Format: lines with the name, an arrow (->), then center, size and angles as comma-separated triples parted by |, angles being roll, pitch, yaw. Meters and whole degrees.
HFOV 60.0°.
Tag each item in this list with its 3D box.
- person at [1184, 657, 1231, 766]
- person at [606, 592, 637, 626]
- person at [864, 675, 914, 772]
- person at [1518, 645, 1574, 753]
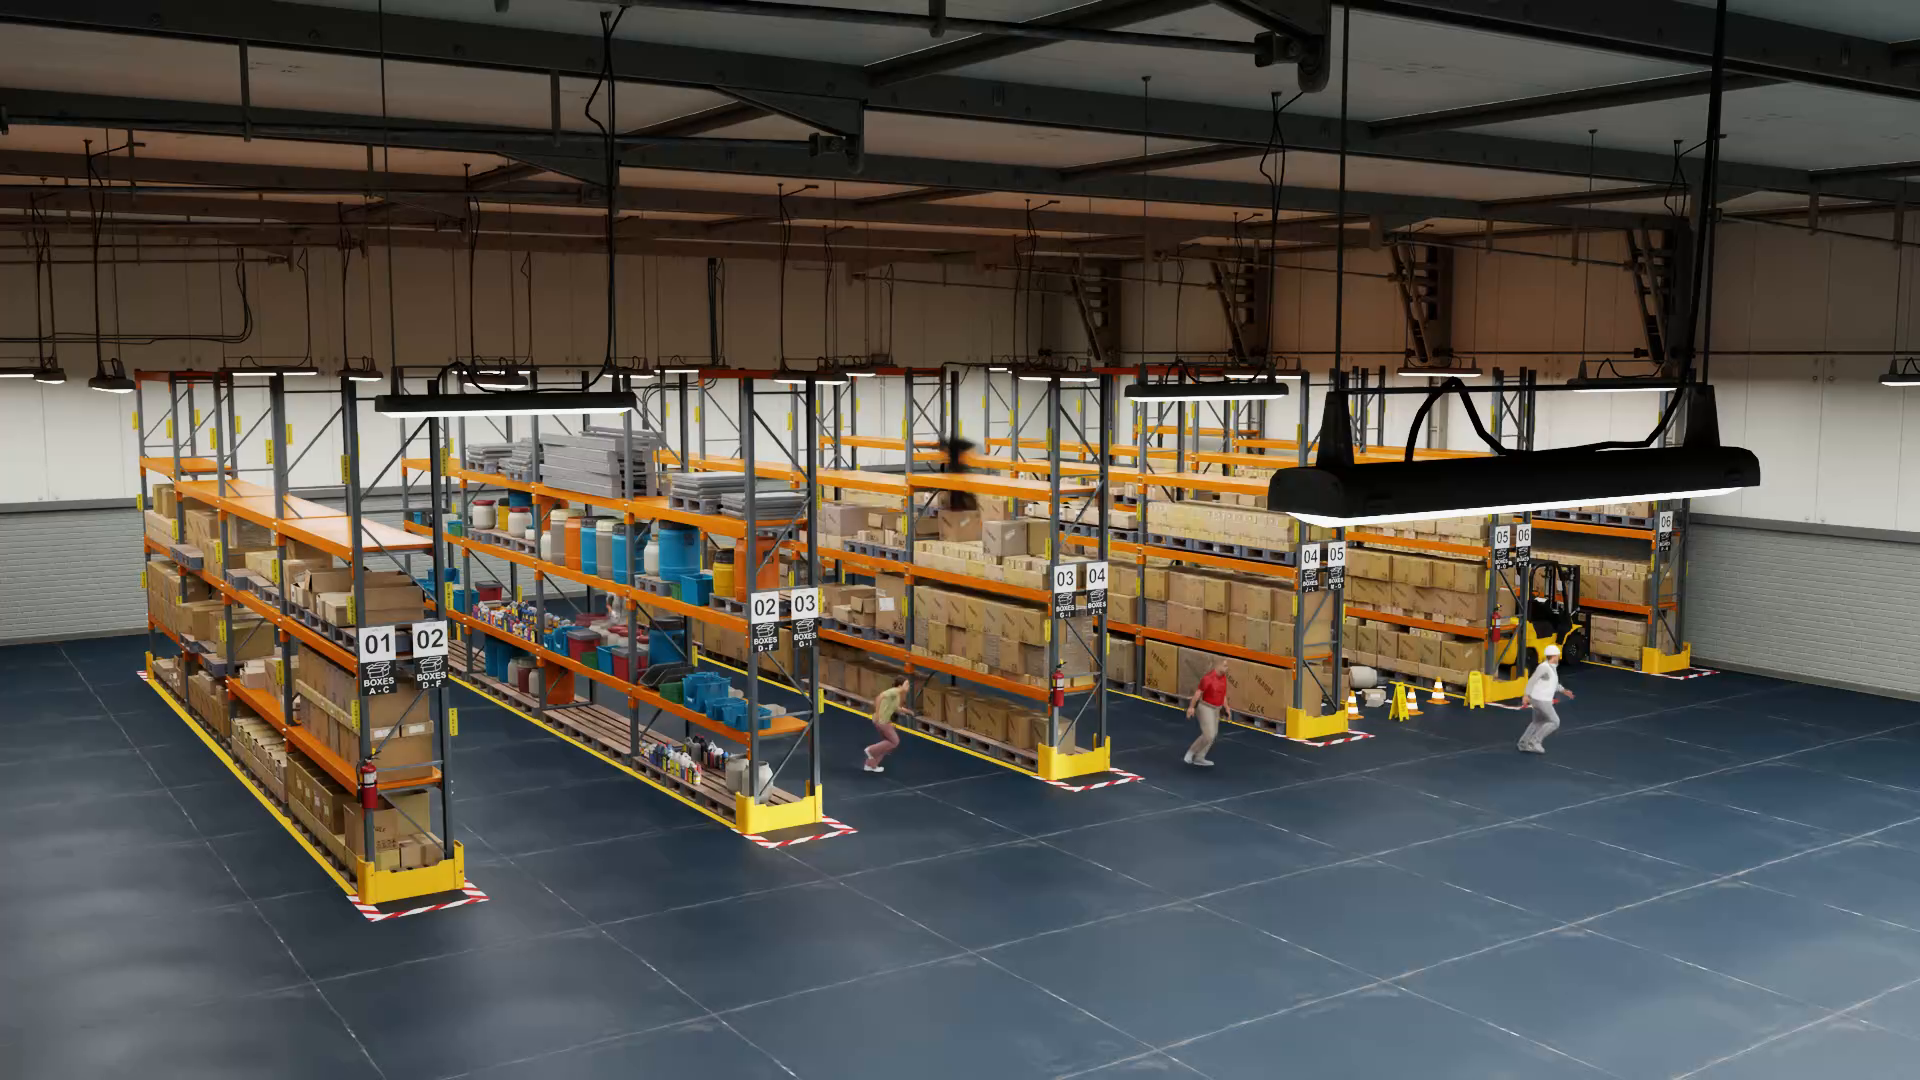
person -> 3.784, 2.631, 25.462 | 0.555, 1.696, 0.708 | 5, 8, 37
person -> -7.110, 1.603, 34.921 | 0.670, 1.595, 0.911 | -3, 7, -21
person -> -1.085, 2.771, 25.029 | 0.765, 1.505, 0.611 | 1, 7, 11
person -> 9.253, 2.502, 26.241 | 0.801, 1.717, 0.641 | 3, 7, 23
